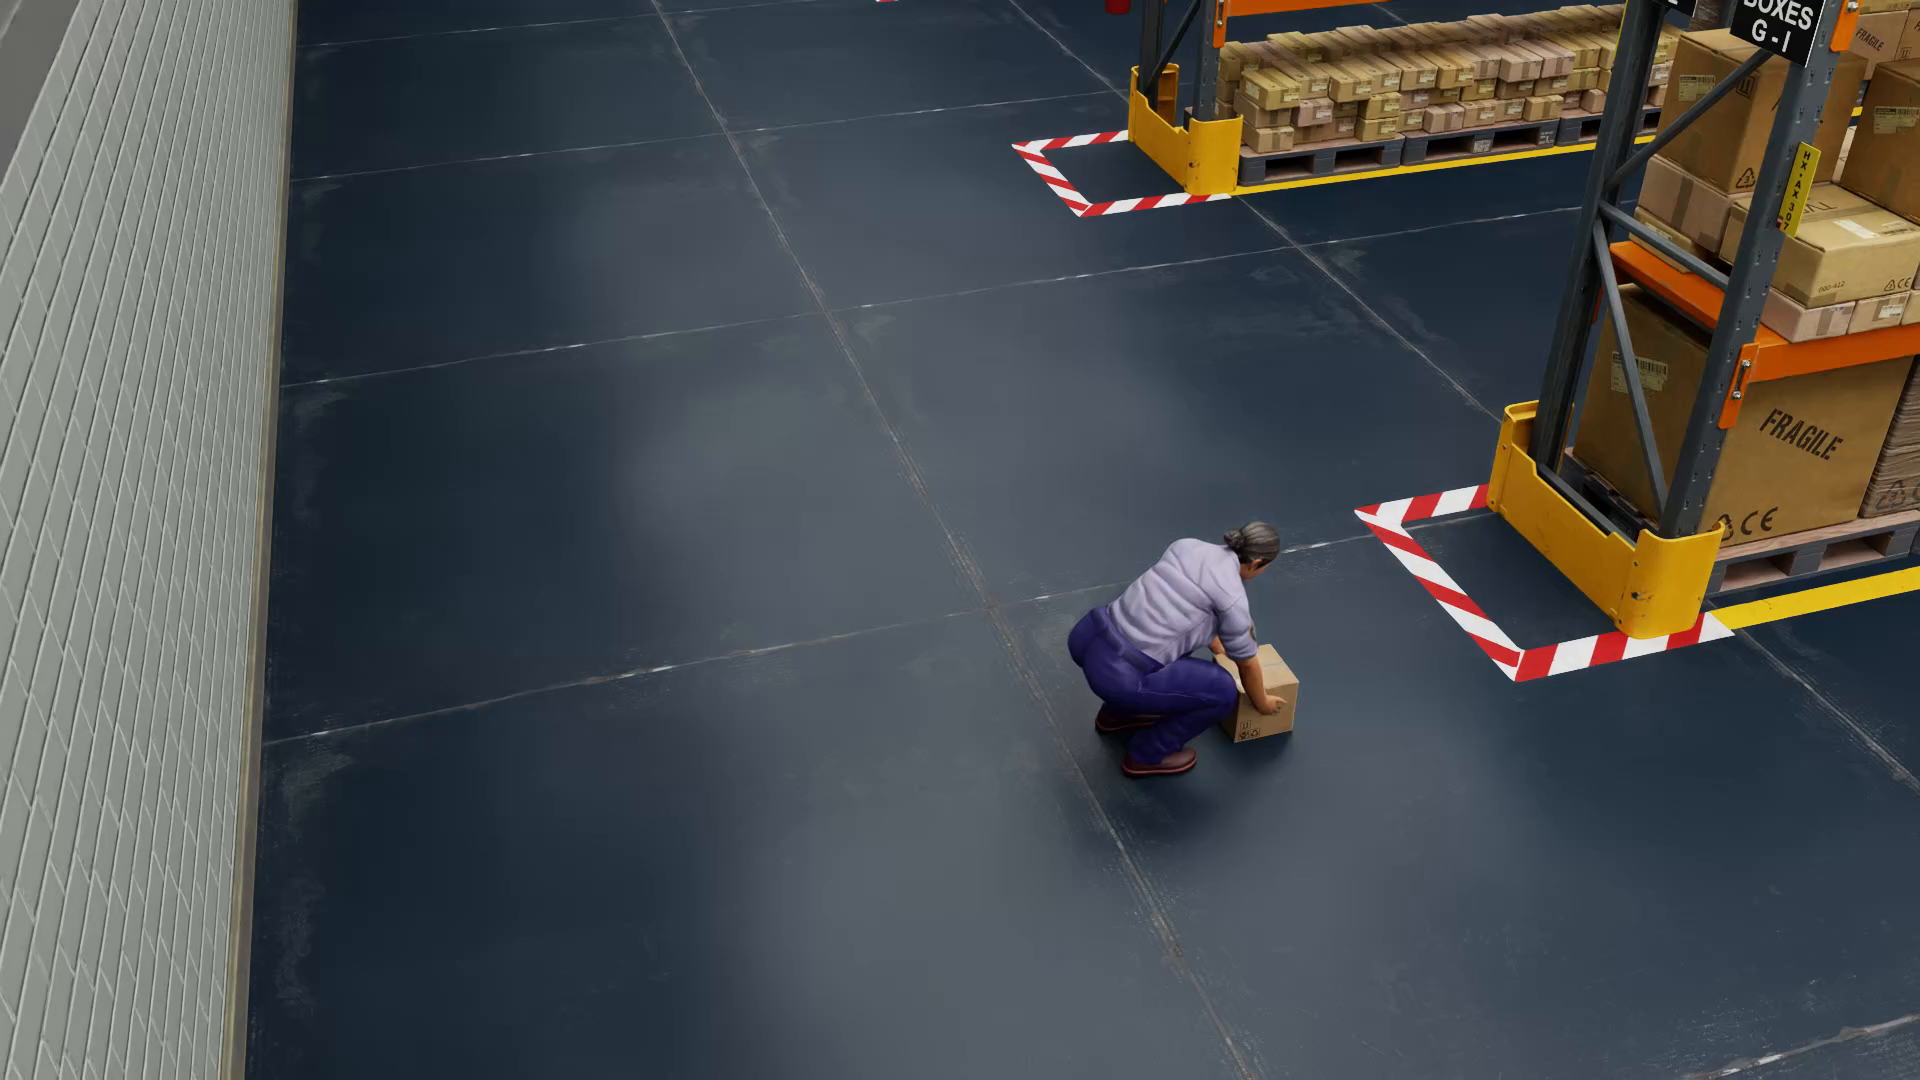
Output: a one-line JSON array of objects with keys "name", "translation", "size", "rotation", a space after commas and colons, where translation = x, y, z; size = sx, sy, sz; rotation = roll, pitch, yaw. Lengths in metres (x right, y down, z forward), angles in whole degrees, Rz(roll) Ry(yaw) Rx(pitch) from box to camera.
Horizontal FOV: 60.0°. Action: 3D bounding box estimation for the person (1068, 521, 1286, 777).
[{"name": "person", "translation": [0.814, 0.392, 6.249], "size": [0.822, 0.902, 0.526], "rotation": [-10, 35, -15]}]
